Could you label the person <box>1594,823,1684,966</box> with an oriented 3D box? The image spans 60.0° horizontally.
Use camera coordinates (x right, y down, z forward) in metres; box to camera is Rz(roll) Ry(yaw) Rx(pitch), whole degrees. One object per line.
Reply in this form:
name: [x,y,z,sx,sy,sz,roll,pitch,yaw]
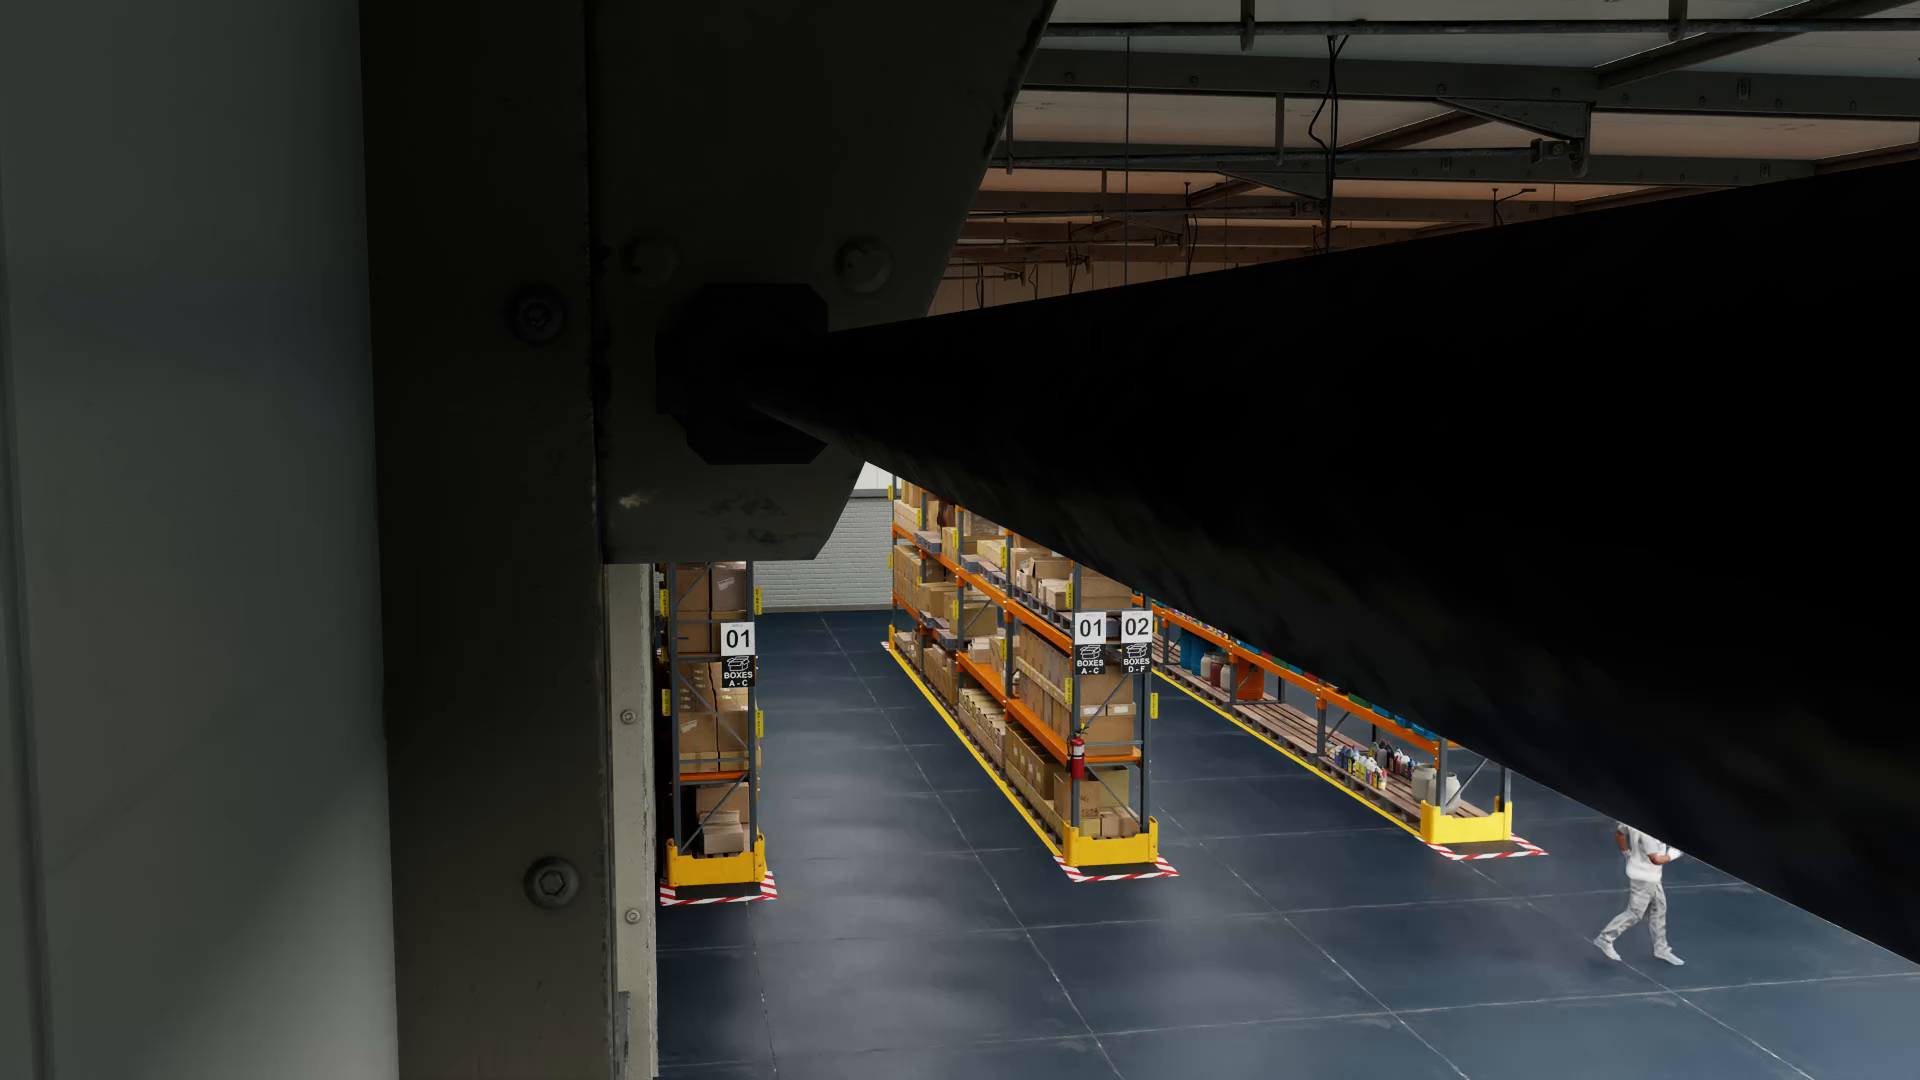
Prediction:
person: [7.125,3.545,17.364,0.906,1.813,0.704,2,6,15]
